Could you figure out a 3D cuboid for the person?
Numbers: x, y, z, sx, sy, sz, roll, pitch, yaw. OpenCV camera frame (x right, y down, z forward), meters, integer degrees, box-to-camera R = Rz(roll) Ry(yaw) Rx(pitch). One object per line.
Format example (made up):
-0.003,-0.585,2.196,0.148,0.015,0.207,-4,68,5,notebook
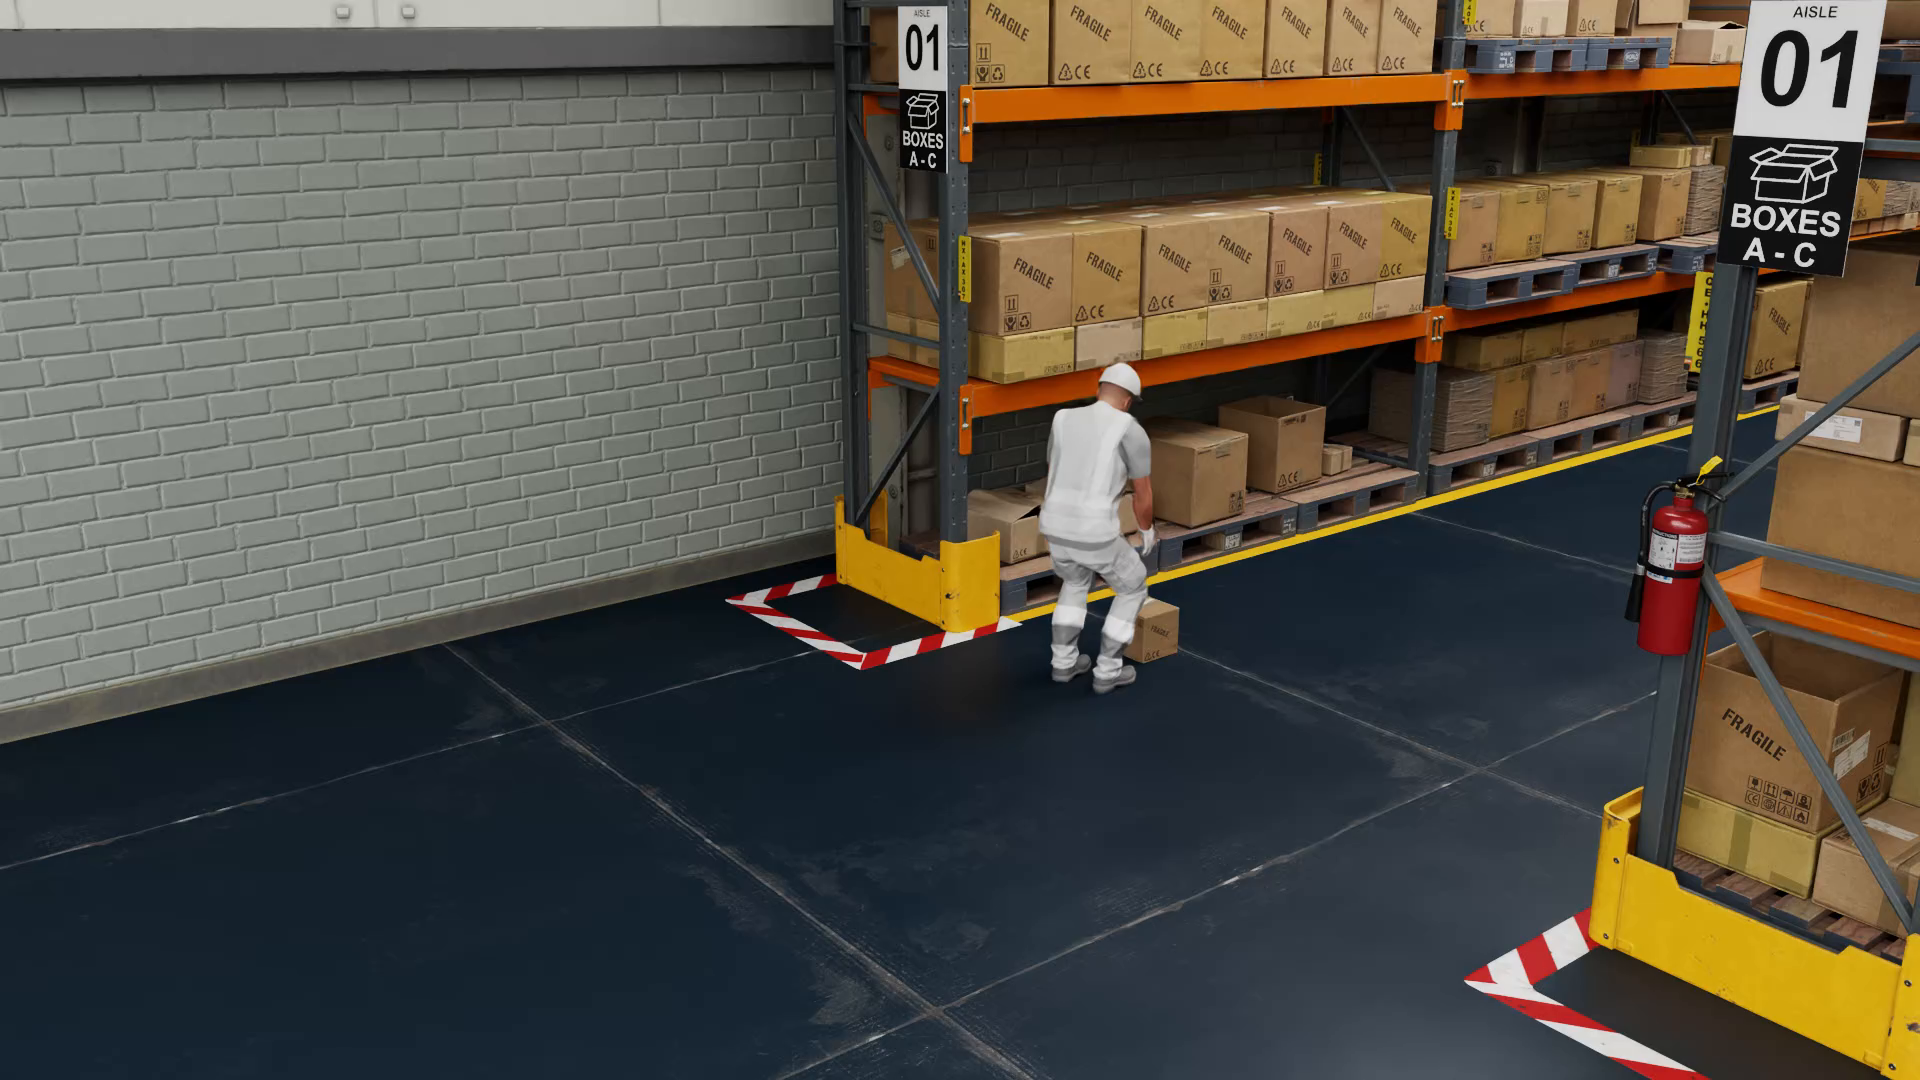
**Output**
0.652,-0.063,8.102,0.577,1.555,0.669,14,22,37,person
